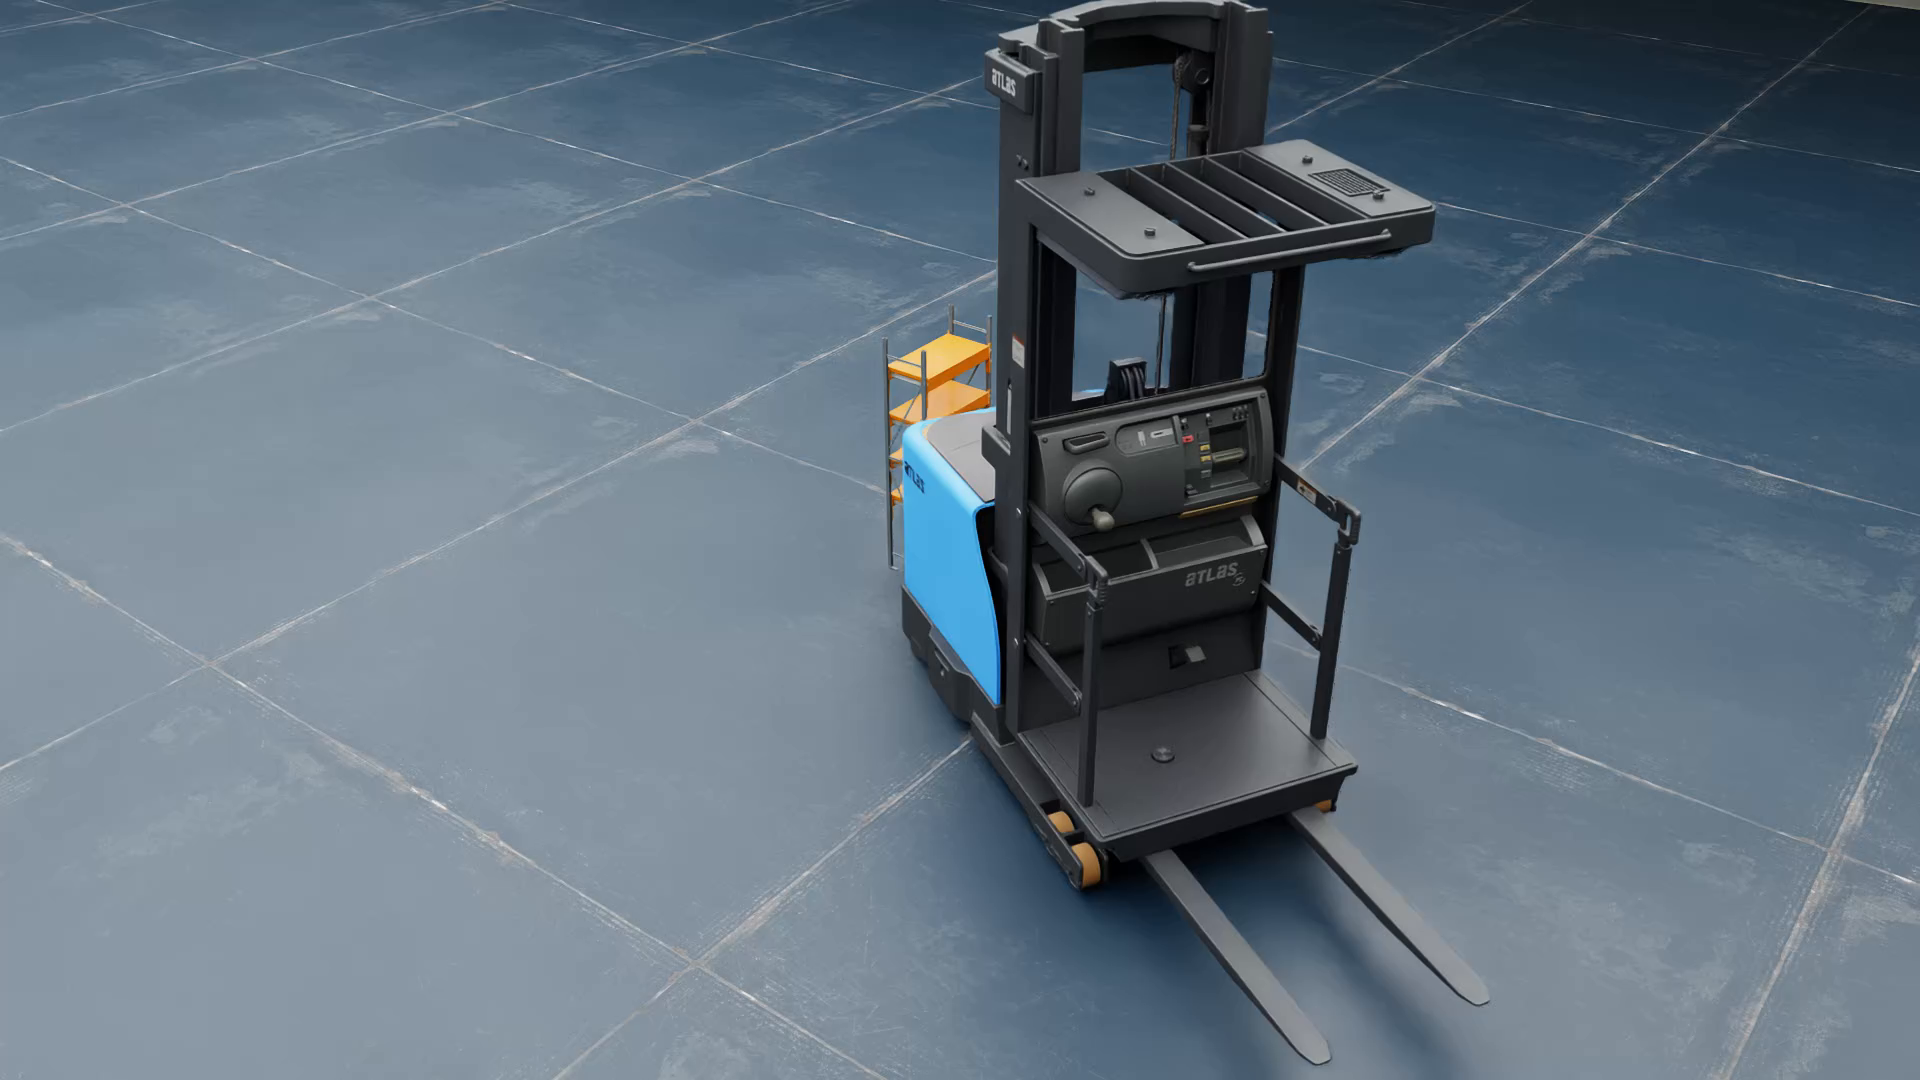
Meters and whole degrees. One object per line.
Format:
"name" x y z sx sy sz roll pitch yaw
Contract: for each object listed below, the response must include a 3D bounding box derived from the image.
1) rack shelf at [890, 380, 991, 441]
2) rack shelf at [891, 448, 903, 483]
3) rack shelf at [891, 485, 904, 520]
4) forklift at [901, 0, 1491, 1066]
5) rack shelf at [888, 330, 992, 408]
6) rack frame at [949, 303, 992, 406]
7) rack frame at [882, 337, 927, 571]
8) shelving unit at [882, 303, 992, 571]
"rack shelf" -0.100 -0.583 7.751 0.258 0.148 0.480 21 37 31
"rack shelf" -0.100 -0.391 7.865 0.258 0.148 0.480 21 37 31
"rack shelf" -0.100 -0.220 7.966 0.258 0.148 0.480 21 37 31
"forklift" 0.794 -0.234 5.771 1.130 2.935 3.031 -13 33 -20
"rack shelf" -0.100 -0.787 7.630 0.258 0.148 0.480 21 37 31
"rack frame" 0.047 -0.548 7.998 0.240 1.200 0.015 21 37 31
"rack frame" -0.247 -0.350 7.663 0.240 1.200 0.015 21 37 31
"shelving unit" -0.100 -0.449 7.831 0.258 1.200 0.503 21 37 31
